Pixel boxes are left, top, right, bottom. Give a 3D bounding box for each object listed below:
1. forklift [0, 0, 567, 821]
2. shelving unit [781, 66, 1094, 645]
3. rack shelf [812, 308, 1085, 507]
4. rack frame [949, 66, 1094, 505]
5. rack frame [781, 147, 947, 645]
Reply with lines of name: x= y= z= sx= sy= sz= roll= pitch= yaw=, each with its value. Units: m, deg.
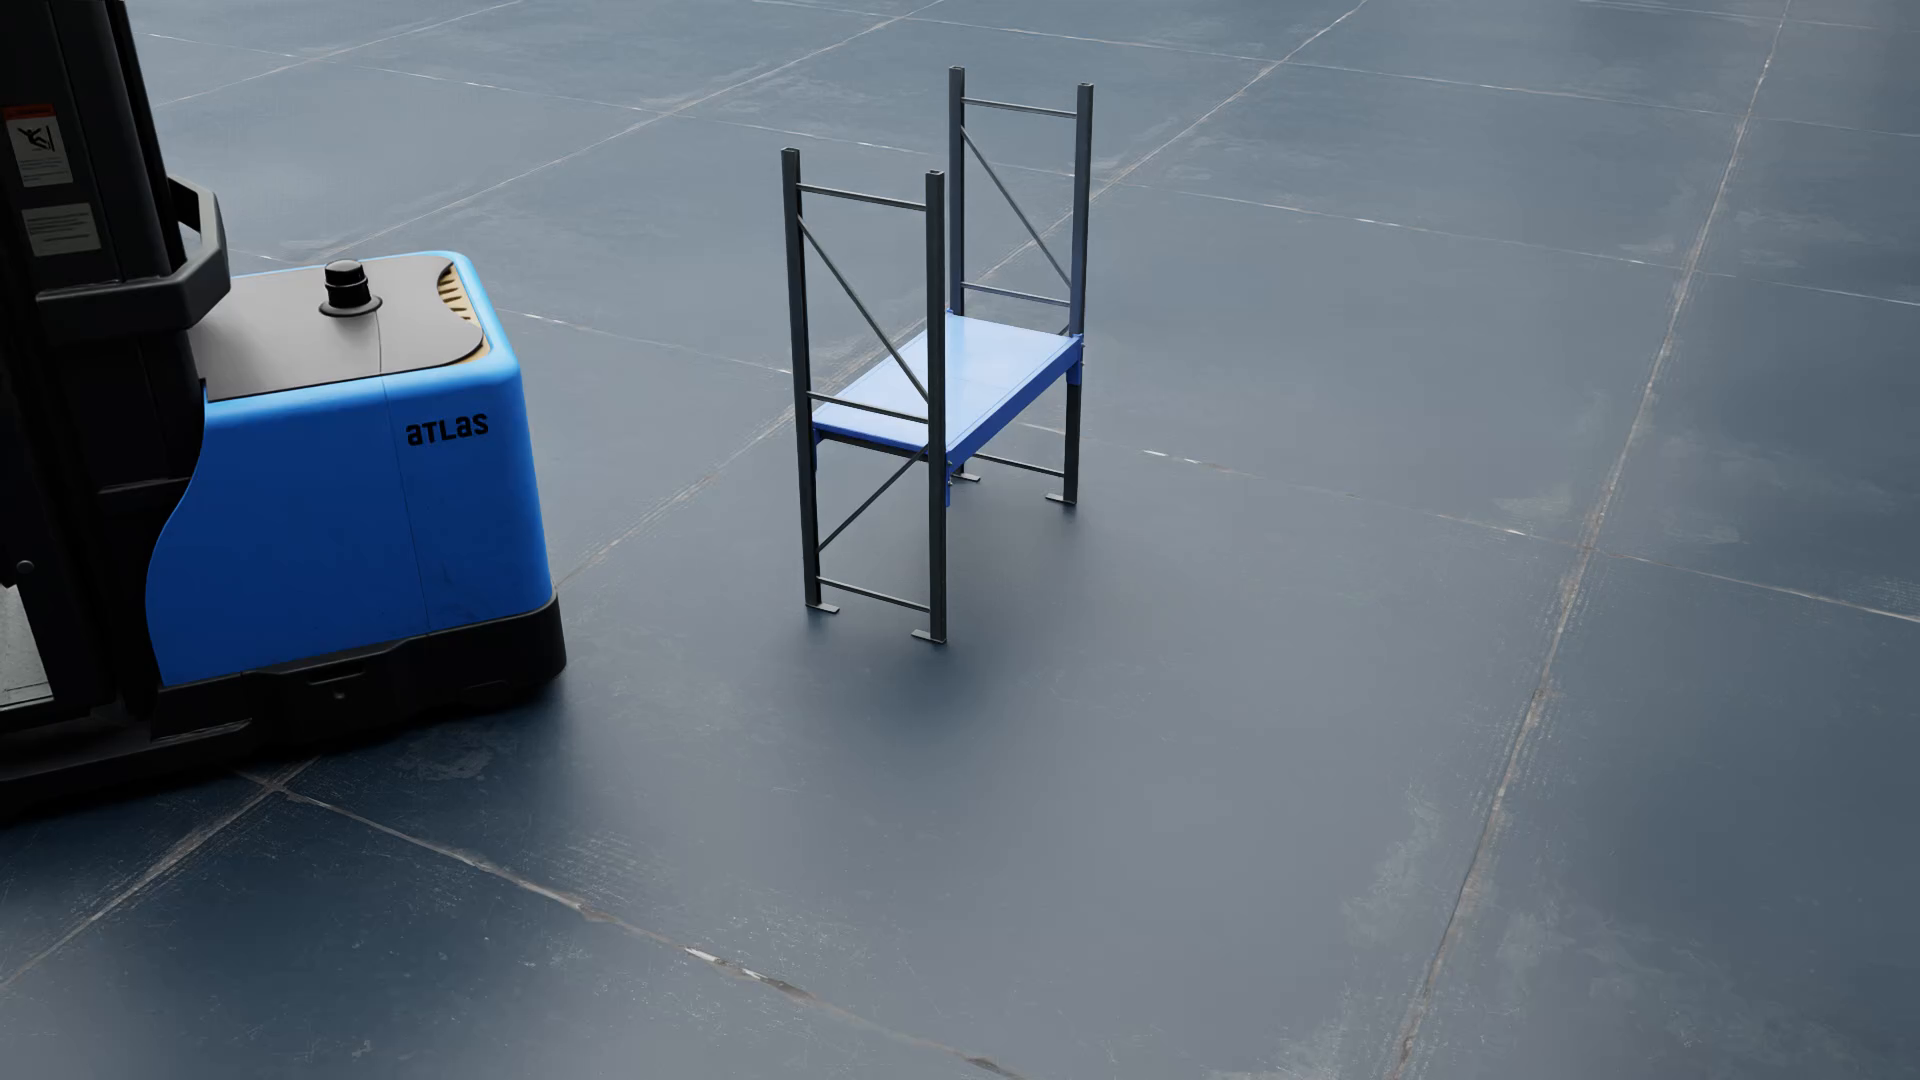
forklift: x=-2.741 y=-0.755 z=4.121 sx=3.031 sy=2.935 sz=1.130 roll=-12 pitch=32 yaw=-20
shelving unit: x=-0.039 y=-0.613 z=5.311 sx=0.538 sy=1.500 sz=1.048 roll=14 pitch=33 yaw=23
rack shelf: x=-0.039 y=-0.457 z=5.400 sx=0.538 sy=0.185 sz=1.000 roll=14 pitch=33 yaw=23
rack frame: x=0.193 y=-0.838 z=5.703 sx=0.500 sy=1.500 sz=0.032 roll=14 pitch=33 yaw=23
rack frame: x=-0.270 y=-0.387 z=4.918 sx=0.500 sy=1.500 sz=0.032 roll=14 pitch=33 yaw=23
